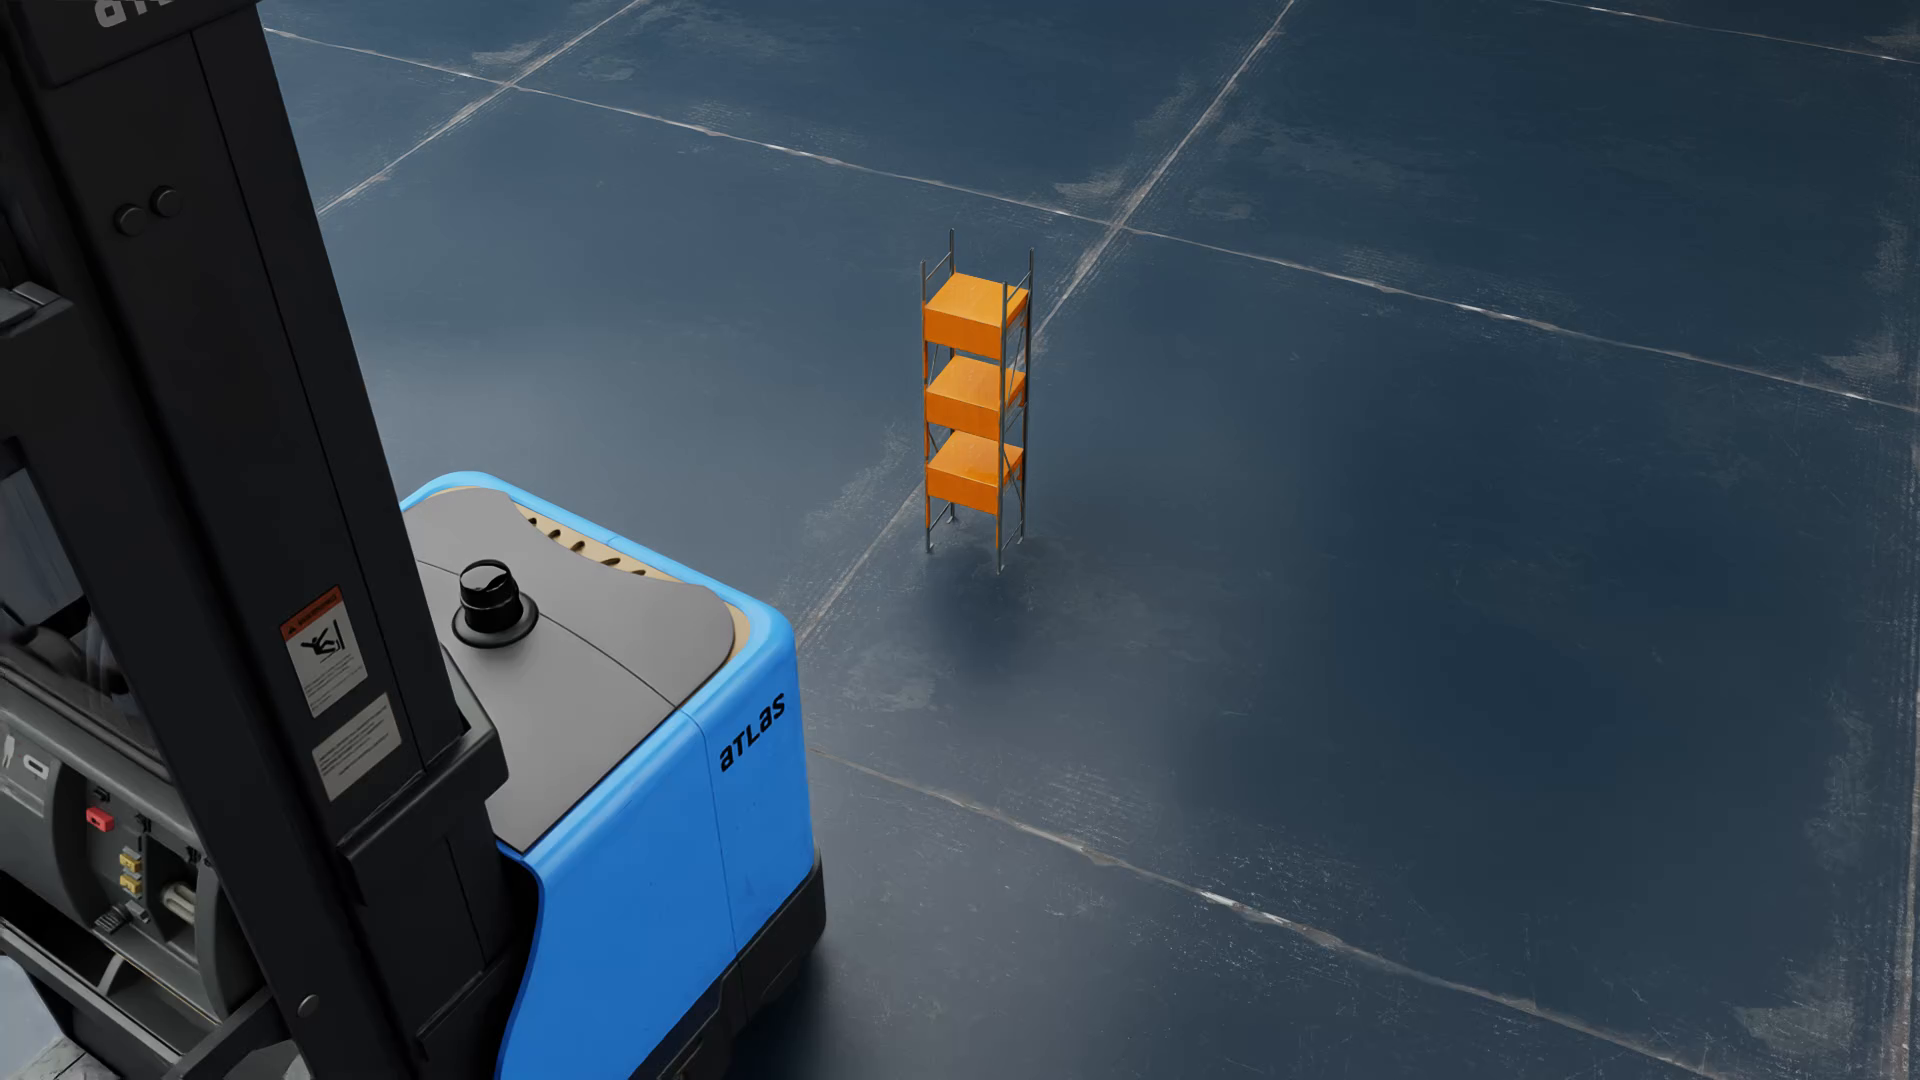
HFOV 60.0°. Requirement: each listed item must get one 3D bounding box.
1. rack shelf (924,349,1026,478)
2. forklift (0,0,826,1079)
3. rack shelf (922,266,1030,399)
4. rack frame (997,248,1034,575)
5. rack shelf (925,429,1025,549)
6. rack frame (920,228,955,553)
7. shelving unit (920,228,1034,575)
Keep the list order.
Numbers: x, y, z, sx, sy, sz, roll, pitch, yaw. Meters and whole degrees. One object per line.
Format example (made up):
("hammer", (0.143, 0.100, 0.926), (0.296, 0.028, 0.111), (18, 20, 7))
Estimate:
("rack shelf", (0.048, -0.374, 4.896), (0.240, 0.259, 0.215), (17, 44, 19))
("forklift", (-1.548, 0.503, 2.432), (1.130, 2.935, 3.031), (23, 46, 24))
("rack shelf", (0.048, -0.588, 4.710), (0.240, 0.259, 0.215), (17, 44, 19))
("rack frame", (0.159, -0.348, 4.850), (0.008, 1.050, 0.200), (17, 44, 19))
("rack shelf", (0.048, -0.164, 5.078), (0.240, 0.259, 0.215), (17, 44, 19))
("rack frame", (-0.062, -0.416, 4.928), (0.008, 1.050, 0.200), (17, 44, 19))
("shelving unit", (0.048, -0.382, 4.889), (0.252, 1.050, 0.215), (17, 44, 19))
